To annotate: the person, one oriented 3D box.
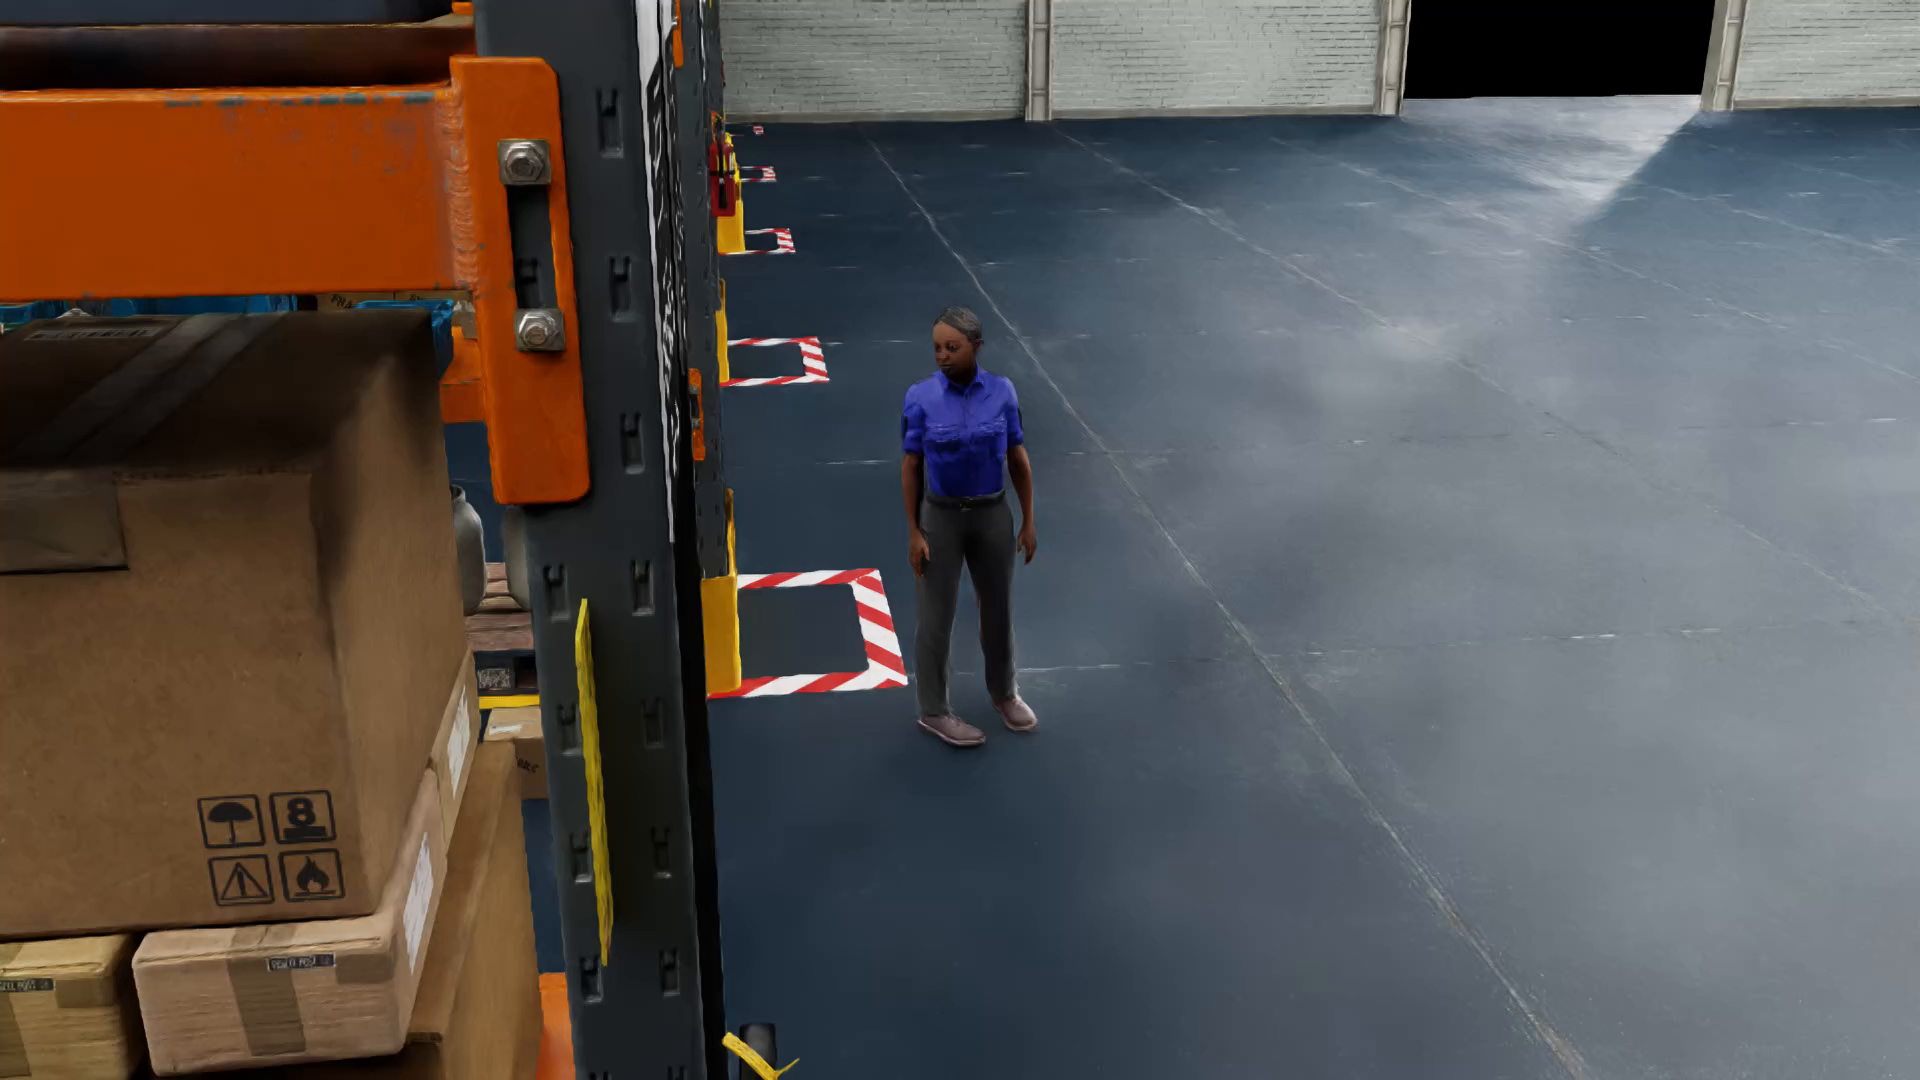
[{"bbox_3d":[0.040,-0.042,6.182,0.508,1.654,0.338,-5,21,-14],"label":"person"}]
